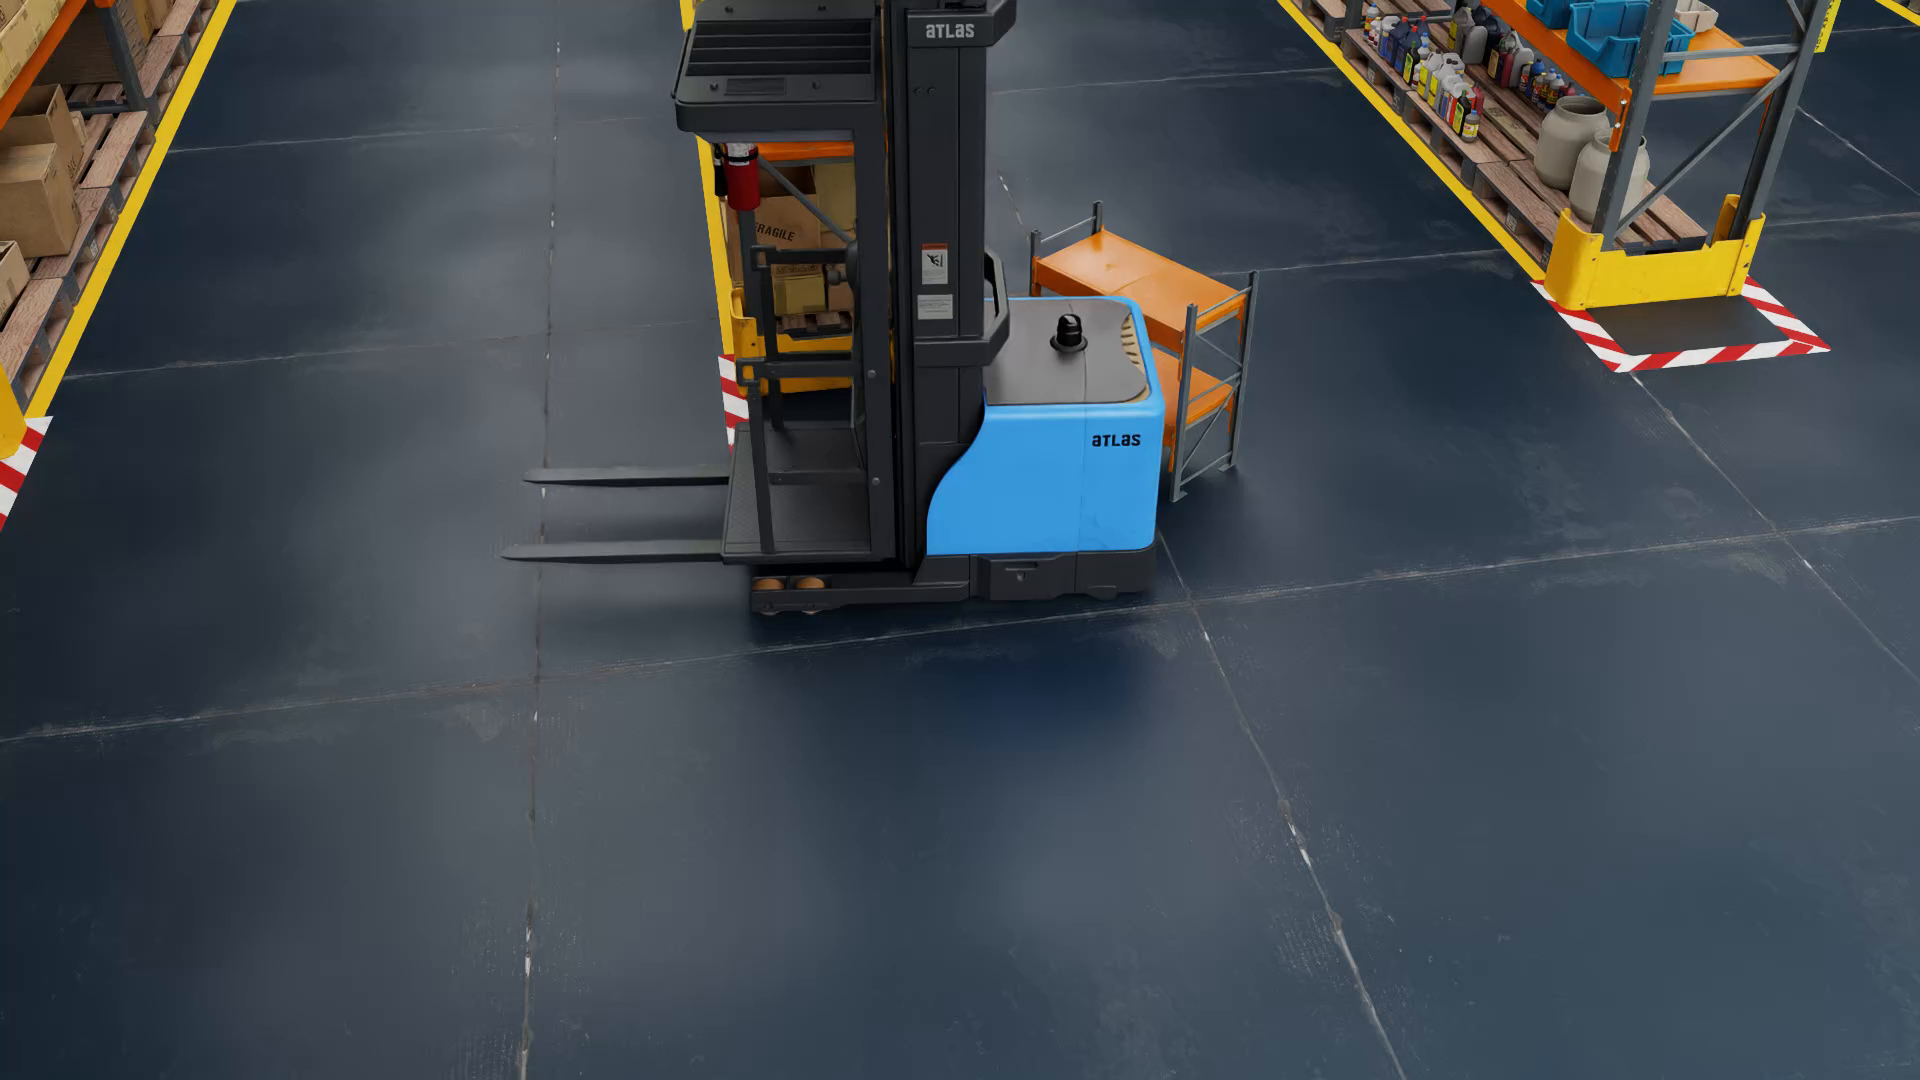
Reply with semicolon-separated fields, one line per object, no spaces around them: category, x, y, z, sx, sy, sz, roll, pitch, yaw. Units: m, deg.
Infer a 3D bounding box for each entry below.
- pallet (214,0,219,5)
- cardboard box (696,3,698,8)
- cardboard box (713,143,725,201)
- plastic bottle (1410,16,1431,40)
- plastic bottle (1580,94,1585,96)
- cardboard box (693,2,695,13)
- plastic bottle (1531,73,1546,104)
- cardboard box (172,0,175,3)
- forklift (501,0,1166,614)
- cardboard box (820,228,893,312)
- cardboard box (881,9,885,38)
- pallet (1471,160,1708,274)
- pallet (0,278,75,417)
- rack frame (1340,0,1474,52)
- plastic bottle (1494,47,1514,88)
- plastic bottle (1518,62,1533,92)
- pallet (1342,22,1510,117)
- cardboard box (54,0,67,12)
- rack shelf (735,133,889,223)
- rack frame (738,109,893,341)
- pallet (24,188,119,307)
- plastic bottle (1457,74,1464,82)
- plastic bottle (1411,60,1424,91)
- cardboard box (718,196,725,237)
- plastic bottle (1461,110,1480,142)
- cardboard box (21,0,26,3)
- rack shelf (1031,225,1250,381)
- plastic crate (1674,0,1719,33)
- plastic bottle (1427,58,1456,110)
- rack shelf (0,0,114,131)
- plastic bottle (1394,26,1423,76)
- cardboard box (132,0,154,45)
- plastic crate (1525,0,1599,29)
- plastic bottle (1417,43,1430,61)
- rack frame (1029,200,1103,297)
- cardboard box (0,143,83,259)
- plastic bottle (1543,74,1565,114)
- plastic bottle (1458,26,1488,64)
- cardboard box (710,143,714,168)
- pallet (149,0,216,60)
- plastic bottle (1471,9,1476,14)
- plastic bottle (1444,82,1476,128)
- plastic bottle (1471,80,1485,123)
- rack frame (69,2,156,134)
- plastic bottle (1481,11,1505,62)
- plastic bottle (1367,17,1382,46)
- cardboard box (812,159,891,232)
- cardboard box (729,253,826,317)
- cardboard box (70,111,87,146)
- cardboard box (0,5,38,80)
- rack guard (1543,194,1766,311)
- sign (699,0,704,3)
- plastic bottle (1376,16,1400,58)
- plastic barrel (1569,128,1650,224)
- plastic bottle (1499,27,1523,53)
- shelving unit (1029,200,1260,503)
pallet;-6.812;-4.865;14.240;1.003;0.211;1.213;-6;38;-8
cardboard box;-1.502;-3.318;11.264;0.500;0.500;0.500;-6;38;-8
cardboard box;-1.246;-2.411;10.097;0.500;0.500;0.500;-6;38;-8
plastic bottle;3.382;-3.699;12.266;0.144;0.351;0.185;-6;38;-8
plastic bottle;4.197;-2.896;11.299;0.097;0.271;0.097;0;38;0
cardboard box;-1.815;-4.162;12.961;0.500;0.250;0.500;-7;38;-9
plastic bottle;4.102;-3.196;11.741;0.097;0.201;0.097;0;38;0
cardboard box;-6.679;-4.575;13.272;0.700;0.500;0.500;-6;38;-8
forklift;-0.624;-1.145;7.235;3.031;2.935;1.130;-1;38;-2
cardboard box;-0.544;-1.569;9.623;0.500;0.250;0.500;-6;38;-8
cardboard box;-0.526;-2.697;8.566;0.380;0.149;0.250;-6;38;-8
pallet;4.012;-2.102;10.684;1.003;0.211;1.213;-6;38;-8
pallet;-5.666;-1.045;9.323;1.003;0.211;1.213;-6;38;-8
rack frame;3.507;-5.088;12.254;1.000;3.000;0.127;-6;38;-8
plastic bottle;3.914;-3.409;11.949;0.061;0.283;0.133;-6;38;-8
plastic bottle;4.066;-3.320;11.901;0.097;0.201;0.097;0;38;0
pallet;3.584;-3.576;12.581;1.003;0.211;1.213;-6;38;-8
cardboard box;-5.786;-3.415;10.207;0.500;0.250;0.500;-6;38;-8
rack shelf;-1.020;-3.065;10.236;1.077;0.370;4.000;-6;38;-8
rack frame;-0.669;-2.141;8.461;1.000;3.000;0.127;-6;38;-8
pallet;-5.877;-1.781;10.270;1.003;0.211;1.213;-6;38;-8
plastic bottle;3.491;-3.180;11.721;0.097;0.201;0.097;0;38;0
plastic bottle;3.300;-3.337;11.922;0.097;0.201;0.097;0;38;0
cardboard box;-1.243;-2.116;10.327;0.500;0.250;0.500;-6;38;-8
plastic bottle;3.455;-2.802;11.234;0.097;0.201;0.097;0;38;0
cardboard box;-5.688;-3.408;9.587;0.500;0.500;0.500;-7;38;-9
rack shelf;0.895;-1.200;8.301;0.538;0.278;1.000;-30;47;-33
plastic crate;4.368;-3.143;9.965;0.298;0.136;0.250;-6;38;-8
plastic bottle;3.380;-3.200;11.624;0.144;0.351;0.185;-5;38;-6
rack shelf;-5.896;-2.530;9.548;1.077;0.370;4.000;-6;38;-8
plastic bottle;3.273;-3.569;12.100;0.144;0.351;0.185;-8;39;-10
cardboard box;-6.532;-3.958;12.479;0.700;0.500;0.500;-7;38;-9
plastic crate;3.718;-3.276;10.043;0.499;0.251;0.408;-6;38;-8
plastic bottle;3.336;-3.453;12.015;0.097;0.271;0.097;0;38;0
rack frame;0.545;-1.195;8.771;0.500;1.125;0.032;-30;47;-33
cardboard box;-5.757;-2.013;9.975;0.700;0.500;0.500;-9;39;-11
plastic bottle;4.137;-3.103;11.565;0.097;0.271;0.097;0;38;0
plastic bottle;3.796;-3.681;12.304;0.152;0.276;0.135;-6;38;-8
cardboard box;-1.422;-2.719;11.104;0.500;0.250;0.500;-6;38;-8
pallet;-6.602;-4.129;13.293;1.003;0.211;1.213;-6;38;-8
plastic bottle;3.916;-3.934;12.624;0.061;0.283;0.133;-4;38;-6
plastic bottle;3.438;-2.987;11.411;0.152;0.276;0.135;-6;38;-8
plastic bottle;3.542;-3.002;11.424;0.061;0.283;0.133;-6;38;-8
rack frame;-6.247;-4.022;10.882;1.000;3.000;0.127;-6;38;-8
plastic bottle;3.937;-3.741;12.321;0.144;0.351;0.185;-8;39;-10
plastic bottle;3.149;-3.855;12.590;0.097;0.201;0.097;0;38;0
cardboard box;-0.634;-2.167;9.782;0.500;0.500;0.500;-6;38;-8
cardboard box;-1.054;-1.513;9.552;0.500;0.250;0.500;-6;38;-8
cardboard box;-6.123;-2.757;11.204;0.380;0.166;0.250;-11;39;-14
cardboard box;-5.593;-2.810;9.427;0.500;0.250;0.500;-6;38;-8
rack guard;4.149;-1.725;9.963;1.175;0.500;0.348;-6;38;-8
sign;-1.206;-2.642;7.969;0.100;0.325;0.005;-6;38;-8
plastic bottle;3.215;-3.754;12.398;0.152;0.276;0.135;-5;38;-6
plastic barrel;4.018;-2.244;10.279;0.421;0.512;0.421;0;38;0
plastic bottle;3.994;-3.546;12.070;0.144;0.351;0.185;-6;38;-8
shelving unit;0.895;-0.969;8.480;0.538;1.125;1.048;-30;47;-33
